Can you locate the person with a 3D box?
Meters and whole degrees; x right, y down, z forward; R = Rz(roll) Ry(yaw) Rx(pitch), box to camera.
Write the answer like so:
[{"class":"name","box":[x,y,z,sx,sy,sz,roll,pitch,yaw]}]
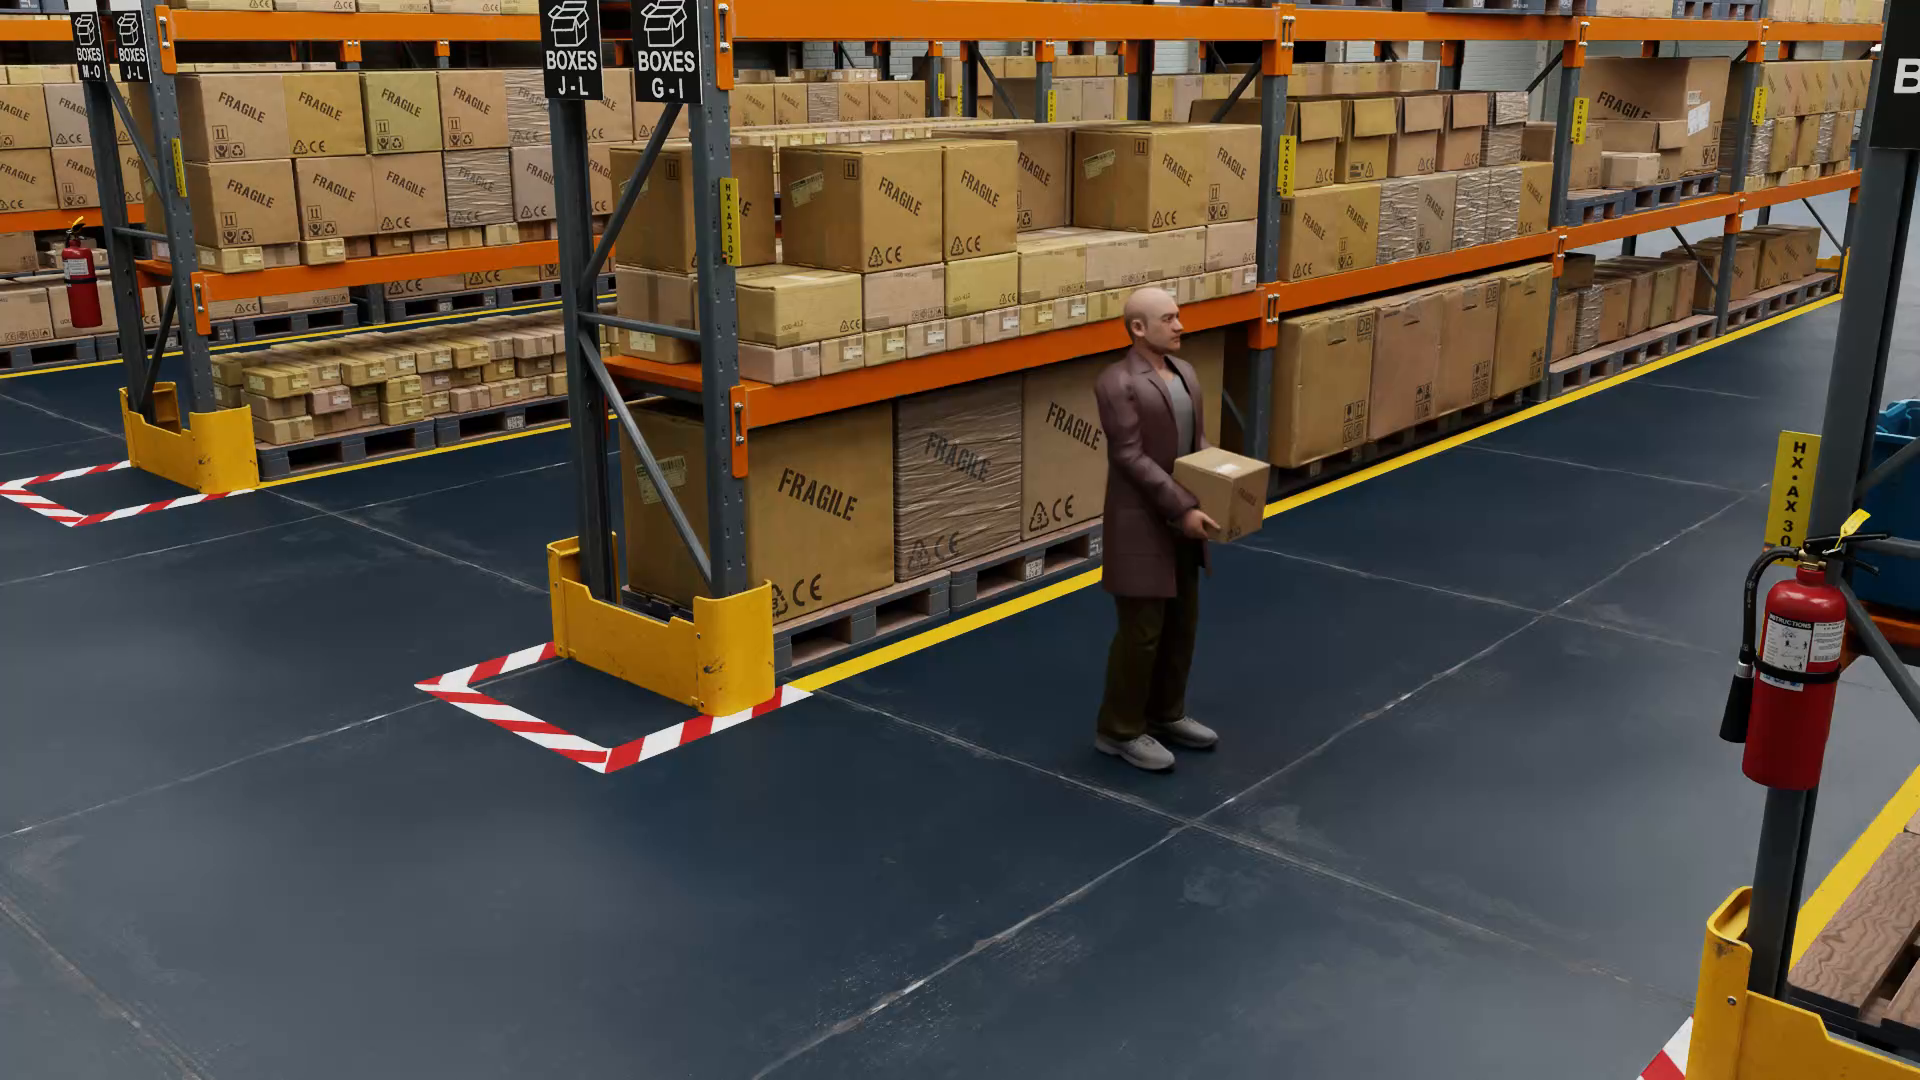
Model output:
[{"class":"person","box":[0.806,-0.031,6.169,0.554,1.774,0.533,14,22,39]}]
